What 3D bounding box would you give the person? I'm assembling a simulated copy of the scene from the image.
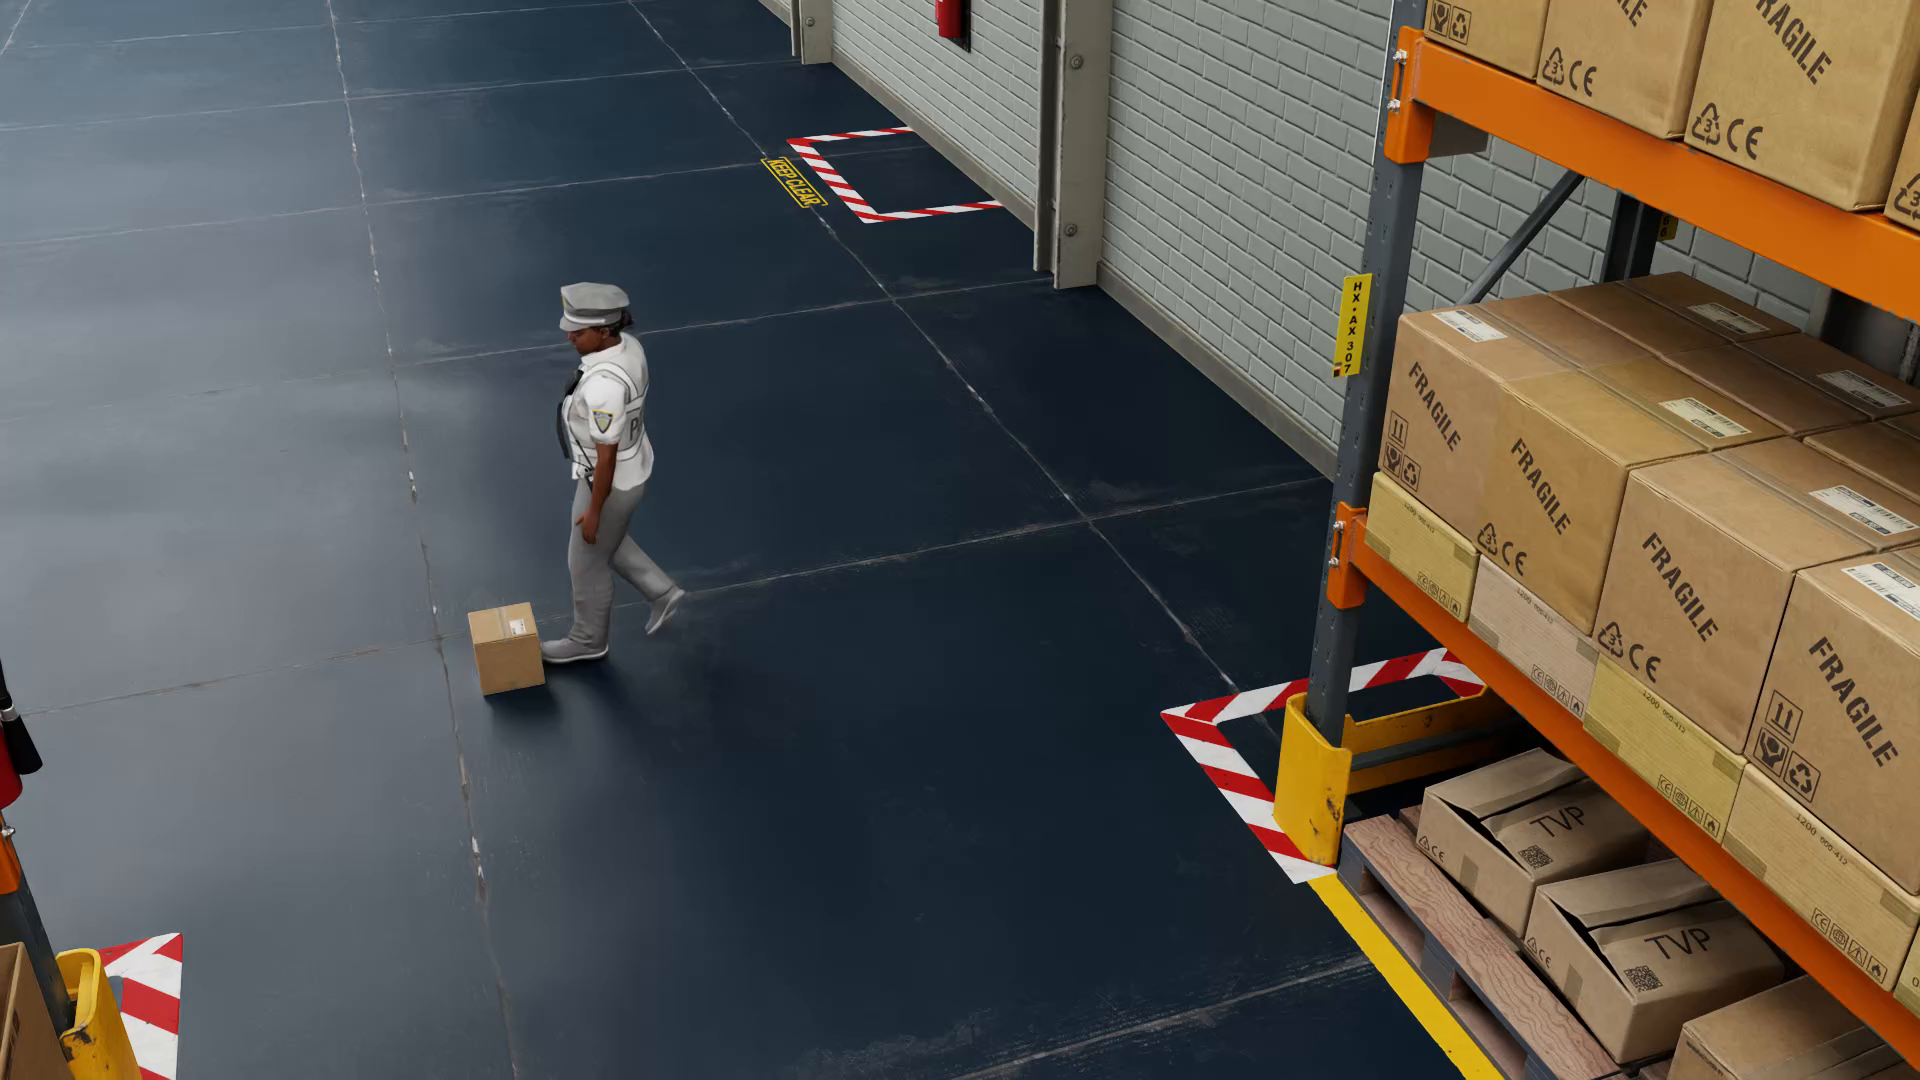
[{"bbox_3d":[-1.446,-0.237,6.526,0.623,1.647,0.519,0,30,-1],"label":"person"}]
